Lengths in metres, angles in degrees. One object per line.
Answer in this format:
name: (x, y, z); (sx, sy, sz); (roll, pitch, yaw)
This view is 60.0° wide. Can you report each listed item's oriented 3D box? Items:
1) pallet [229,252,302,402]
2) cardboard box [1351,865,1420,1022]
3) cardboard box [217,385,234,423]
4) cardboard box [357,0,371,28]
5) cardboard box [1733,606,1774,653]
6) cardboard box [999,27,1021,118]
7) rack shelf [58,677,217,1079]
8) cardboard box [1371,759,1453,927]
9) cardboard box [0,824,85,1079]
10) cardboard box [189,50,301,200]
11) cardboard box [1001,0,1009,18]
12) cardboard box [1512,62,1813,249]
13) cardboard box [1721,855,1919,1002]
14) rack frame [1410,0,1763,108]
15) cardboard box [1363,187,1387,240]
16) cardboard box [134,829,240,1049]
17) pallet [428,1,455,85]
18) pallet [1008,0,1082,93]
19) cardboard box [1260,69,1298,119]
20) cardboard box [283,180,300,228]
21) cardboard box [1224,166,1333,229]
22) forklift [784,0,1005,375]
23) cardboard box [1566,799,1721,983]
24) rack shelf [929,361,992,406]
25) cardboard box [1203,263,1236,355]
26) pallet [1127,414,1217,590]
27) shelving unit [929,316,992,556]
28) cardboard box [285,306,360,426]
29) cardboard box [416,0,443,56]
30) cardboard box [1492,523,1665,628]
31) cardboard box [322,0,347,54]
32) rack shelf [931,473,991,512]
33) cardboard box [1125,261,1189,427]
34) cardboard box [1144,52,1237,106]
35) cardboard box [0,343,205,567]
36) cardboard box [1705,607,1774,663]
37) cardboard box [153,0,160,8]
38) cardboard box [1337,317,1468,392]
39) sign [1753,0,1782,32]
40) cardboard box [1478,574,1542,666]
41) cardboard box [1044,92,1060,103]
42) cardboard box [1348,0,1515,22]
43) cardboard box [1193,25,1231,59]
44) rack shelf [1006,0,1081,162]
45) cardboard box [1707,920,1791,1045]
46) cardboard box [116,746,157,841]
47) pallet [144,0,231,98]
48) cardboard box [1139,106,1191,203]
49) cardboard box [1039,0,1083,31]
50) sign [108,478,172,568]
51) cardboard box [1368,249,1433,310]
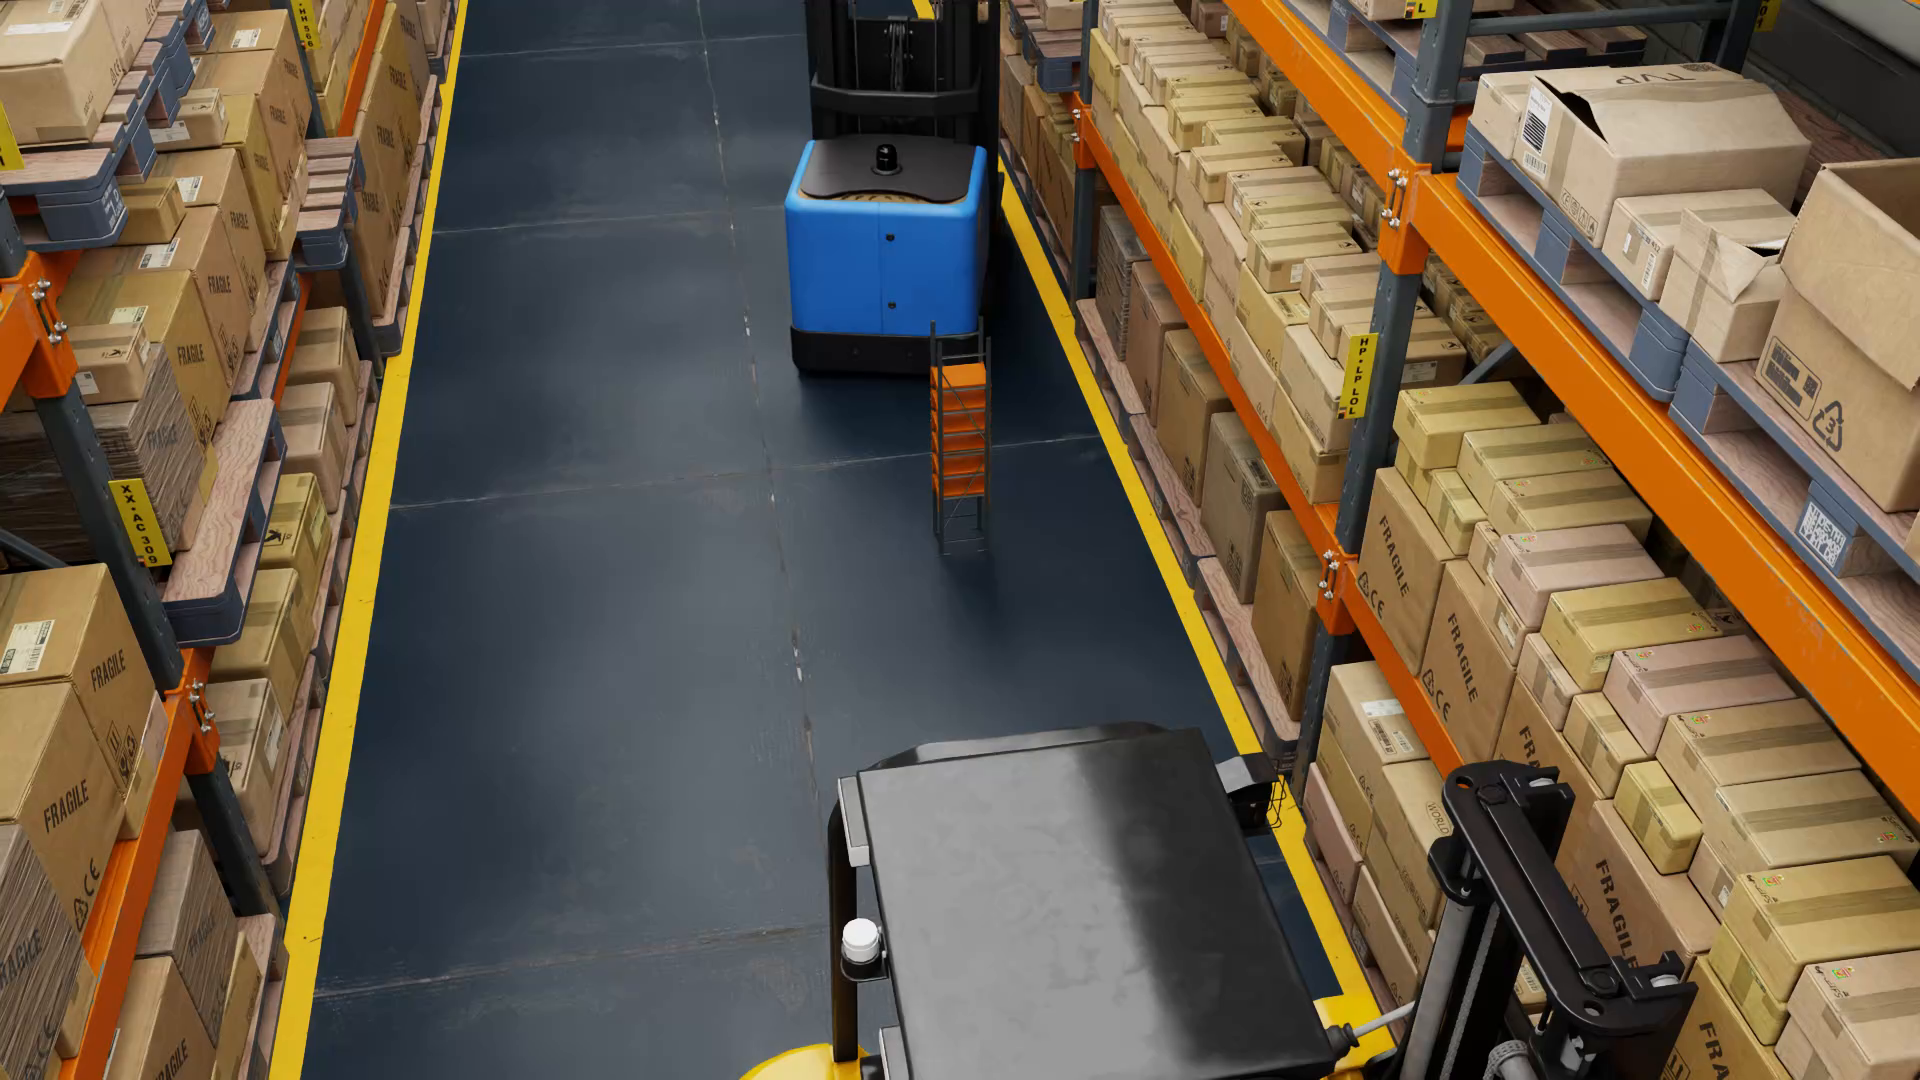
pallet: (-3.344, -0.793, 6.882); (1.003, 0.211, 1.213); (-6, 38, -8)
cardboard box: (1.719, 1.372, 5.837); (0.500, 0.250, 0.500); (-7, 38, -9)
cardboard box: (-2.980, -0.553, 6.280); (0.380, 0.149, 0.250); (-6, 38, -7)
cardboard box: (-3.853, -3.247, 10.007); (0.500, 0.250, 0.500); (-6, 38, -8)
cardboard box: (2.404, 0.185, 4.615); (0.380, 0.149, 0.250); (-7, 38, -9)
cardboard box: (0.503, -3.252, 11.586); (0.500, 0.500, 0.500); (-7, 38, -9)
rack shelf: (-2.679, 1.848, 3.913); (1.077, 0.370, 4.000); (-6, 38, -8)
cardboard box: (1.712, 0.981, 5.527); (0.500, 0.250, 0.500); (-6, 38, -8)
cardboard box: (-2.515, 1.064, 4.012); (0.500, 0.500, 0.500); (-5, 38, -7)
cardboard box: (-3.276, -1.827, 7.391); (0.500, 0.500, 0.500); (-7, 38, -9)
cardboard box: (0.497, -3.725, 11.666); (0.380, 0.149, 0.250); (-7, 38, -9)
cardboard box: (1.762, -1.006, 4.204); (0.500, 0.311, 0.500); (-5, 38, -7)
cardboard box: (1.965, 0.869, 3.734); (0.380, 0.149, 0.250); (-6, 38, -7)
rack frame: (1.856, -2.549, 4.097); (1.000, 3.000, 0.127); (-6, 38, -8)
cardboard box: (1.884, -1.335, 6.813); (0.380, 0.149, 0.250); (-6, 38, -8)
cardboard box: (-2.662, 1.308, 5.309); (0.500, 0.500, 0.500); (-7, 38, -9)
pallet: (-4.489, -3.843, 12.924); (1.003, 0.211, 1.213); (-6, 38, -8)
pallet: (0.967, -2.922, 9.623); (1.213, 0.211, 1.003); (-6, 38, -8)
cardboard box: (1.633, -2.101, 7.800); (0.380, 0.149, 0.250); (-6, 38, -8)
cardboard box: (-3.199, -1.500, 7.498); (0.380, 0.149, 0.250); (-8, 39, -10)
cardboard box: (1.325, -1.427, 6.932); (0.380, 0.149, 0.250); (-6, 38, -8)
forklift: (-0.296, -2.954, 9.563); (1.130, 2.935, 3.031); (3, 38, 4)
cardboard box: (1.942, 1.001, 4.335); (0.500, 0.500, 0.500); (-6, 38, -8)
rack shelf: (0.003, -0.714, 7.577); (0.258, 0.103, 0.180); (-6, 38, -8)
cardboard box: (1.360, -1.004, 7.119); (0.500, 0.250, 0.500); (-6, 38, -8)
pallet: (1.471, -0.258, 8.310); (1.003, 0.211, 1.213); (-6, 38, -8)
shelving unit: (0.003, -0.465, 7.771); (0.258, 1.200, 0.189); (-6, 38, -8)
cardboard box: (-3.642, -0.846, 8.594); (0.950, 0.372, 0.625); (-9, 39, -11)
cardboard box: (-4.437, -4.021, 12.627); (0.875, 0.438, 0.875); (-7, 38, -9)
cardboard box: (1.752, 0.099, 4.725); (0.380, 0.149, 0.250); (-5, 38, -7)
cardboard box: (-3.667, -2.843, 9.080); (0.500, 0.250, 0.500); (-5, 38, -7)
rack shelf: (0.003, -0.240, 7.945); (0.258, 0.103, 0.180); (-6, 38, -8)
cardboard box: (1.373, -1.052, 8.653); (0.875, 0.625, 0.625); (-5, 38, -6)
cardboard box: (1.097, -2.198, 7.924); (0.380, 0.149, 0.250); (-6, 38, -7)
cardboard box: (-2.830, -0.281, 5.400); (0.500, 0.500, 0.500); (-5, 38, -7)
cardboard box: (2.317, 0.311, 4.694); (0.380, 0.149, 0.250); (-5, 38, -6)
cardboard box: (-2.938, -1.939, 5.536); (0.500, 0.250, 0.500); (-7, 38, -8)
cardboard box: (1.578, -0.658, 5.942); (0.380, 0.149, 0.250); (-5, 38, -6)
sign: (2.402, -1.661, 4.912); (0.100, 0.325, 0.005); (-6, 38, -8)
cardboard box: (1.743, 0.212, 4.821); (0.380, 0.149, 0.250); (-5, 38, -7)
cardboard box: (0.736, -2.792, 10.465); (0.380, 0.149, 0.250); (-5, 38, -7)
cardboard box: (1.489, -1.946, 5.414); (0.500, 0.311, 0.500); (-7, 38, -9)
cardboard box: (1.507, -2.493, 8.629); (0.500, 0.250, 0.500); (-5, 38, -7)
rack shelf: (0.804, -3.520, 10.823); (1.077, 0.370, 4.000); (-6, 38, -8)
cardboard box: (1.972, 0.989, 3.822); (0.380, 0.149, 0.250); (-6, 38, -8)
cardboard box: (-2.623, 0.766, 4.923); (0.380, 0.149, 0.250); (-5, 38, -7)
pallet: (-3.218, -1.765, 5.685); (1.213, 0.211, 1.003); (-6, 38, -8)
cardboard box: (1.153, -1.820, 7.762); (0.500, 0.250, 0.500); (-7, 38, -9)
cardboard box: (0.662, -3.018, 9.453); (0.380, 0.149, 0.250); (-6, 38, -7)
sign: (-2.497, -0.049, 5.062); (0.100, 0.325, 0.005); (-6, 38, -8)
cardboard box: (1.941, -0.957, 6.652); (0.500, 0.250, 0.500); (-7, 38, -8)
